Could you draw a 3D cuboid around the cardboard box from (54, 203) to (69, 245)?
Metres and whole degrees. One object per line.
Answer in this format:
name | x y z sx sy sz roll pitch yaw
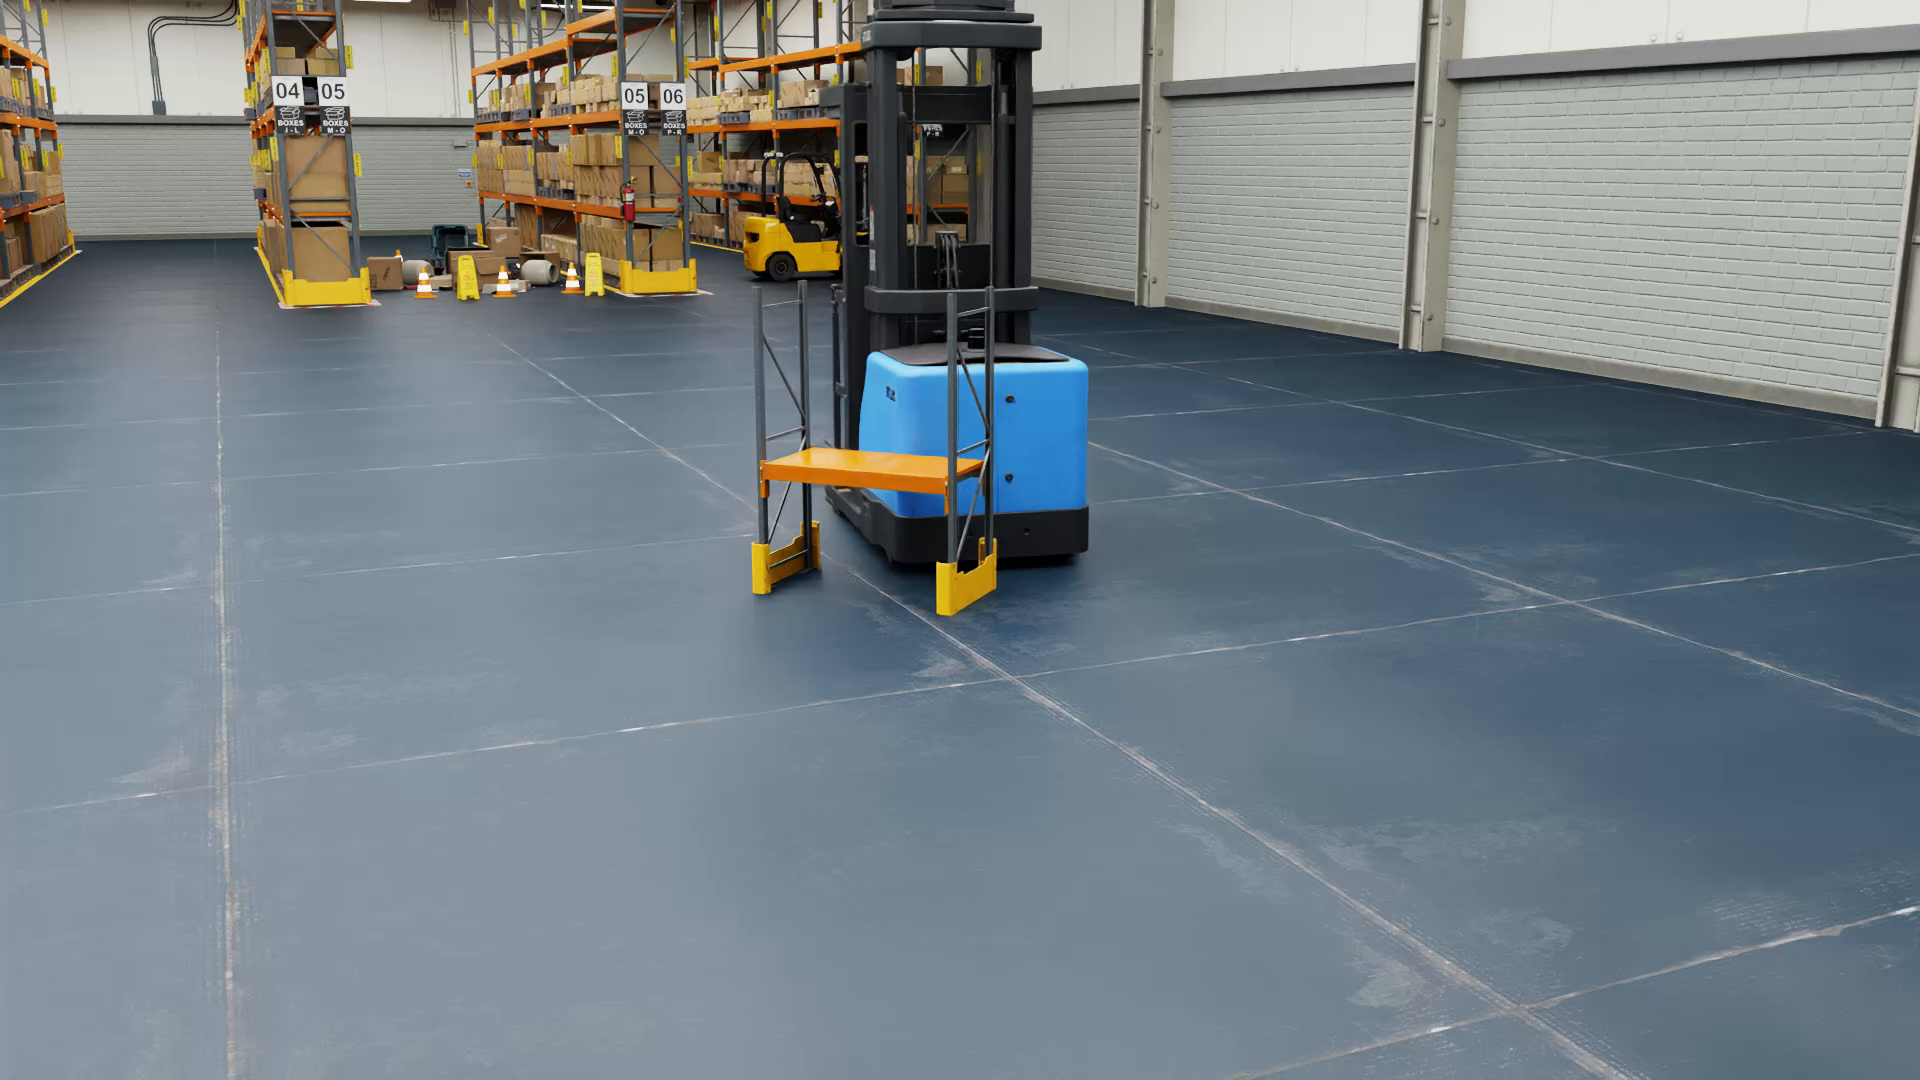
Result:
cardboard box | -19.912 -6.851 36.098 0.875 0.875 0.875 -6 14 -23

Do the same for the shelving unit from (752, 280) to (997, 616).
shelving unit | -0.422 -0.481 8.122 1.083 1.500 0.587 6 14 23

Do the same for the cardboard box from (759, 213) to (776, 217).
cardboard box | -4.208 -7.102 36.576 0.380 0.149 0.250 -6 14 -24

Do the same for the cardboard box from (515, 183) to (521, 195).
cardboard box | -9.034 -7.369 34.889 0.500 0.250 0.500 -6 14 -24

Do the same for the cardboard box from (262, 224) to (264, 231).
cardboard box | -14.906 -6.771 36.044 0.380 0.149 0.250 -6 14 -26

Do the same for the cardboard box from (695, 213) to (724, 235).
cardboard box | -6.150 -7.822 41.128 0.700 0.500 0.500 -5 14 -21

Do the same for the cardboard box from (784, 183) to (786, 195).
cardboard box | -3.457 -7.311 34.638 0.500 0.250 0.500 -6 14 -23

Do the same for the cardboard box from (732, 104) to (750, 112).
cardboard box | -4.846 -9.608 36.982 0.380 0.149 0.250 -6 14 -24

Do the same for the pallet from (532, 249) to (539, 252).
pallet | -8.204 -5.860 34.220 1.003 0.211 1.213 -6 14 -23

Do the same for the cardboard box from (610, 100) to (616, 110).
cardboard box | -5.281 -6.832 26.140 0.380 0.149 0.250 -6 14 -23

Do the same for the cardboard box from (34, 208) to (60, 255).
cardboard box | -18.365 -6.019 32.504 1.225 0.875 0.875 -6 14 -23

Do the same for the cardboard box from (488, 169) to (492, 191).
cardboard box | -10.601 -8.314 38.420 0.500 0.500 0.500 -5 14 -21

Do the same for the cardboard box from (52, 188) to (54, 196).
cardboard box | -18.874 -7.164 34.230 0.380 0.149 0.250 -6 14 -24

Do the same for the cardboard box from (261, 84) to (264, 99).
cardboard box | -11.754 -7.768 28.672 0.500 0.311 0.500 -6 14 -25

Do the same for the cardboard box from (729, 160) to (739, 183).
cardboard box | -4.817 -8.350 37.644 0.700 0.500 0.500 -5 14 -22

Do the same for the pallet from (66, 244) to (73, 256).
pallet | -19.850 -6.290 36.078 1.003 0.211 1.213 -6 14 -23

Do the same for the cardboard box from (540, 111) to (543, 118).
cardboard box | -7.987 -8.307 32.515 0.380 0.149 0.250 -6 14 -23

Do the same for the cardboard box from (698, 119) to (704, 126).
cardboard box | -6.071 -10.026 39.942 0.380 0.149 0.250 -5 14 -22

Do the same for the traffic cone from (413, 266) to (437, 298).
traffic cone | -8.159 -3.930 25.323 0.336 0.463 0.334 -6 14 -23

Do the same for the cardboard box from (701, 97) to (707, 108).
cardboard box | -5.842 -10.393 39.534 0.500 0.250 0.500 -5 14 -22

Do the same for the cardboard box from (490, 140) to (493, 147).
cardboard box | -10.541 -9.081 38.076 0.380 0.149 0.250 -6 14 -23

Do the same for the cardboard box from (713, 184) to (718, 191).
cardboard box | -5.623 -8.348 39.345 0.380 0.149 0.250 -5 14 -22

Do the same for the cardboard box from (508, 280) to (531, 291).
cardboard box | -7.128 -4.095 26.734 0.380 0.149 0.250 1 13 6

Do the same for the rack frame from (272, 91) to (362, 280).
rack frame | -9.248 -4.928 24.009 1.000 3.000 0.127 -6 14 -23

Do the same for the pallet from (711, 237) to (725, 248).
pallet | -5.287 -7.107 39.611 1.003 0.211 1.213 -6 14 -23

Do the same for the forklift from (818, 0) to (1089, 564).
forklift | -0.199 -1.591 9.744 1.130 2.935 3.031 -4 13 -15

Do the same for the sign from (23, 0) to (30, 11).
sign | -18.147 -10.448 32.307 0.100 0.325 0.005 -6 14 -23

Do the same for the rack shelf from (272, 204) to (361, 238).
rack shelf | -10.049 -4.991 25.876 1.077 0.370 4.000 -6 14 -23

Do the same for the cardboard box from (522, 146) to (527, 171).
cardboard box | -8.617 -7.773 33.863 0.500 0.500 0.500 -5 14 -22

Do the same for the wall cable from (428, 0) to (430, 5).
wall cable | -15.116 -15.556 43.322 2.355 3.000 0.029 -6 14 -23

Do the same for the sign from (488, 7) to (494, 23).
sign | -10.078 -11.285 35.749 0.100 0.325 0.005 -6 14 -23

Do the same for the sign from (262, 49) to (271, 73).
sign | -9.750 -6.736 23.381 0.100 0.325 0.005 -6 14 -23

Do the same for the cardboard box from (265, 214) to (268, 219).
cardboard box | -13.585 -6.367 33.177 0.500 0.250 0.500 -5 14 -21

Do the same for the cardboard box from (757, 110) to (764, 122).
cardboard box | -4.041 -9.074 35.603 0.500 0.250 0.500 -6 14 -23

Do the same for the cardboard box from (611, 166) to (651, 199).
cardboard box | -5.222 -5.677 26.363 0.500 0.500 0.500 -6 14 -24

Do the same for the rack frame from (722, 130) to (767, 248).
rack frame | -5.013 -8.324 38.684 1.000 3.000 0.127 -6 14 -23

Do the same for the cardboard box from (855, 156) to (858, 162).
cardboard box | -1.749 -7.044 30.833 0.380 0.149 0.250 -5 14 -22

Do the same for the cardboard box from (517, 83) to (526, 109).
cardboard box | -8.528 -8.951 33.585 0.700 0.500 0.500 -6 15 -26

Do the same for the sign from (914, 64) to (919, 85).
sign | -0.709 -7.653 27.343 0.100 0.325 0.005 -6 14 -23

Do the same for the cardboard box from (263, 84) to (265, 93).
cardboard box | -10.711 -7.084 26.076 0.380 0.149 0.250 -6 14 -24

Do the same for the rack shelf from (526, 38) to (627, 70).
rack shelf | -7.156 -9.013 30.837 1.077 0.370 4.000 -6 14 -23

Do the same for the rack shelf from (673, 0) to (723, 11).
rack shelf | -5.814 -12.929 39.499 1.077 0.370 4.000 -6 14 -23

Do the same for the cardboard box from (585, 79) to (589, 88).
cardboard box | -6.073 -7.645 27.887 0.380 0.149 0.250 -6 14 -25

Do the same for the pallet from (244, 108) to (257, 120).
pallet | -13.487 -8.426 32.887 1.213 0.211 1.003 -6 14 -23

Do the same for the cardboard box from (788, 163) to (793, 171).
cardboard box | -3.318 -7.664 34.172 0.380 0.149 0.250 -5 14 -21

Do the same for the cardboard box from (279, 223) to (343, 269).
cardboard box | -9.934 -4.413 25.566 0.875 0.875 0.875 -6 14 -24

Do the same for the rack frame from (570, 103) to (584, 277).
rack frame | -6.355 -6.222 29.602 1.000 3.000 0.127 -6 14 -23
